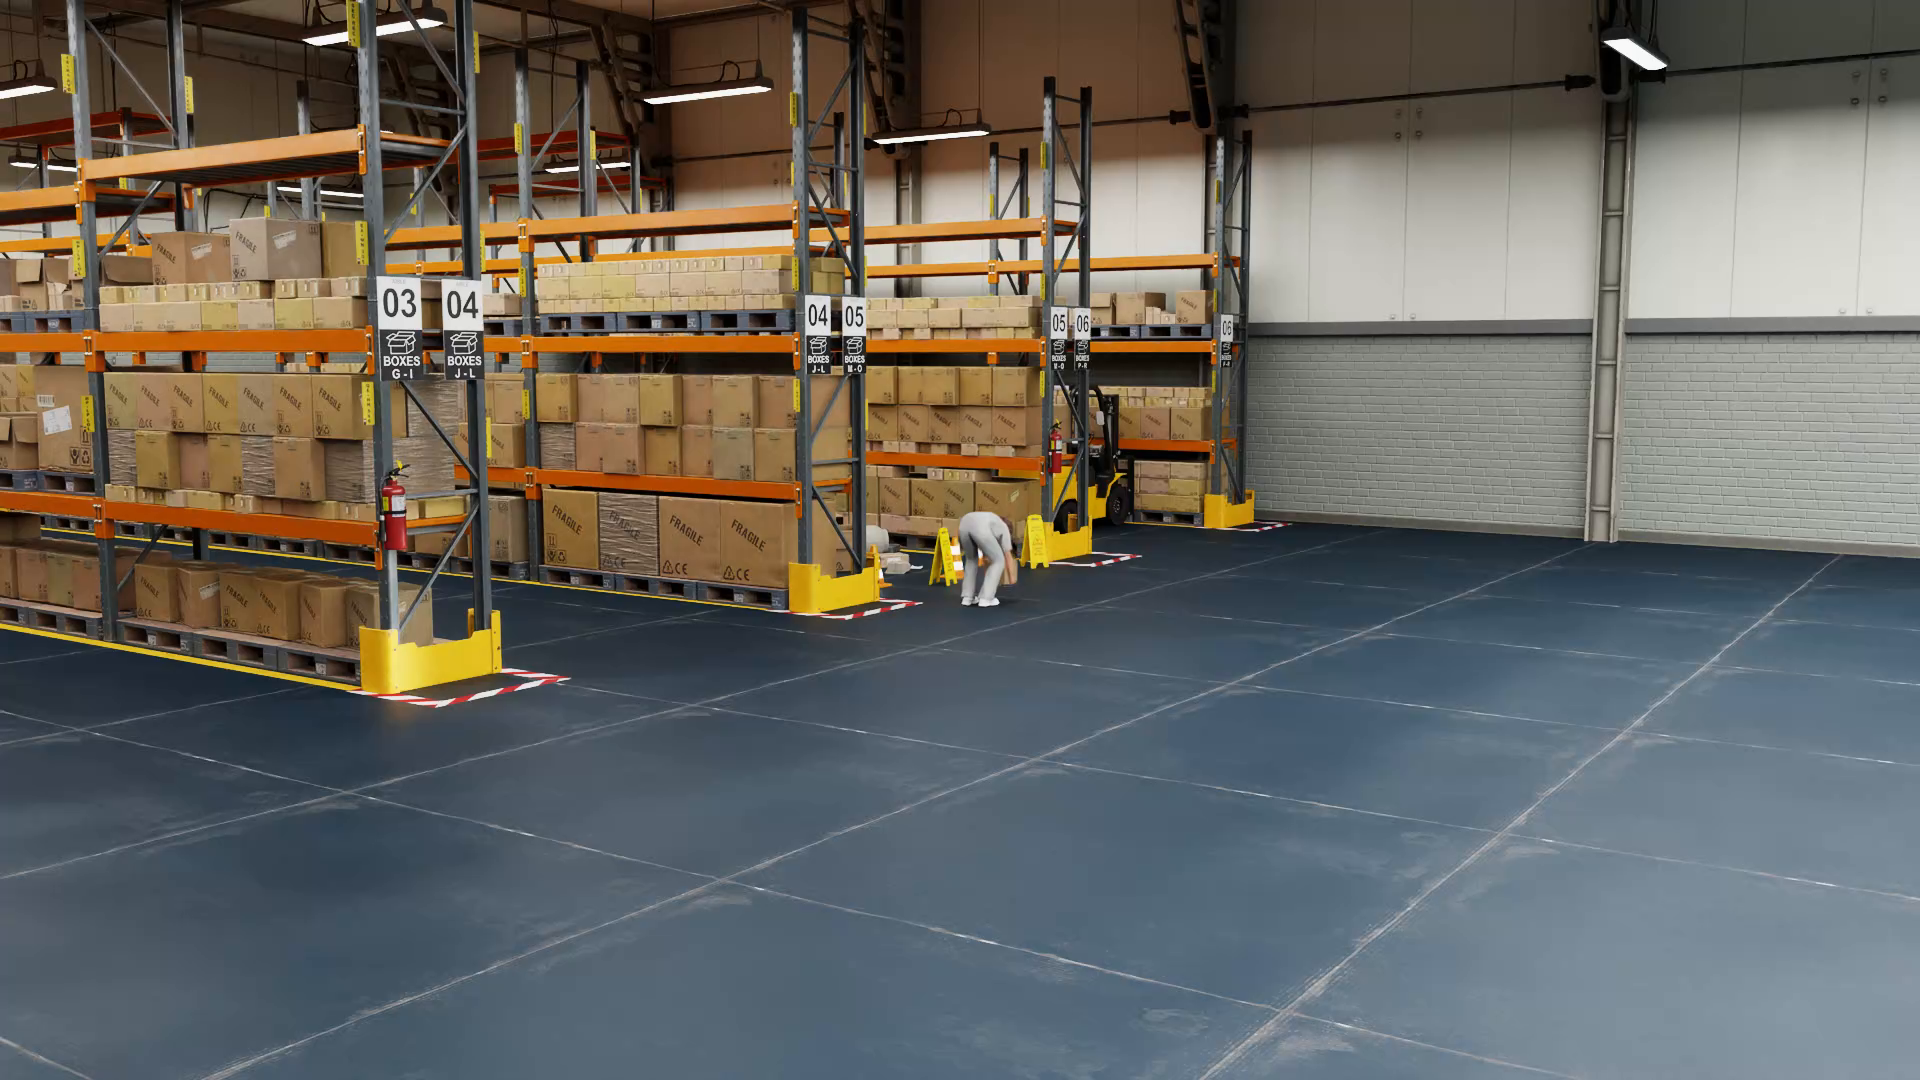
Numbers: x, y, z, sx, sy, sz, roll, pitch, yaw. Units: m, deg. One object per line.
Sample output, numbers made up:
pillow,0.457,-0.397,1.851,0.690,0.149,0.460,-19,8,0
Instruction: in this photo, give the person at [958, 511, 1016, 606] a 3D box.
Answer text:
person,0.304,0.174,17.522,0.450,0.983,0.864,4,7,31
